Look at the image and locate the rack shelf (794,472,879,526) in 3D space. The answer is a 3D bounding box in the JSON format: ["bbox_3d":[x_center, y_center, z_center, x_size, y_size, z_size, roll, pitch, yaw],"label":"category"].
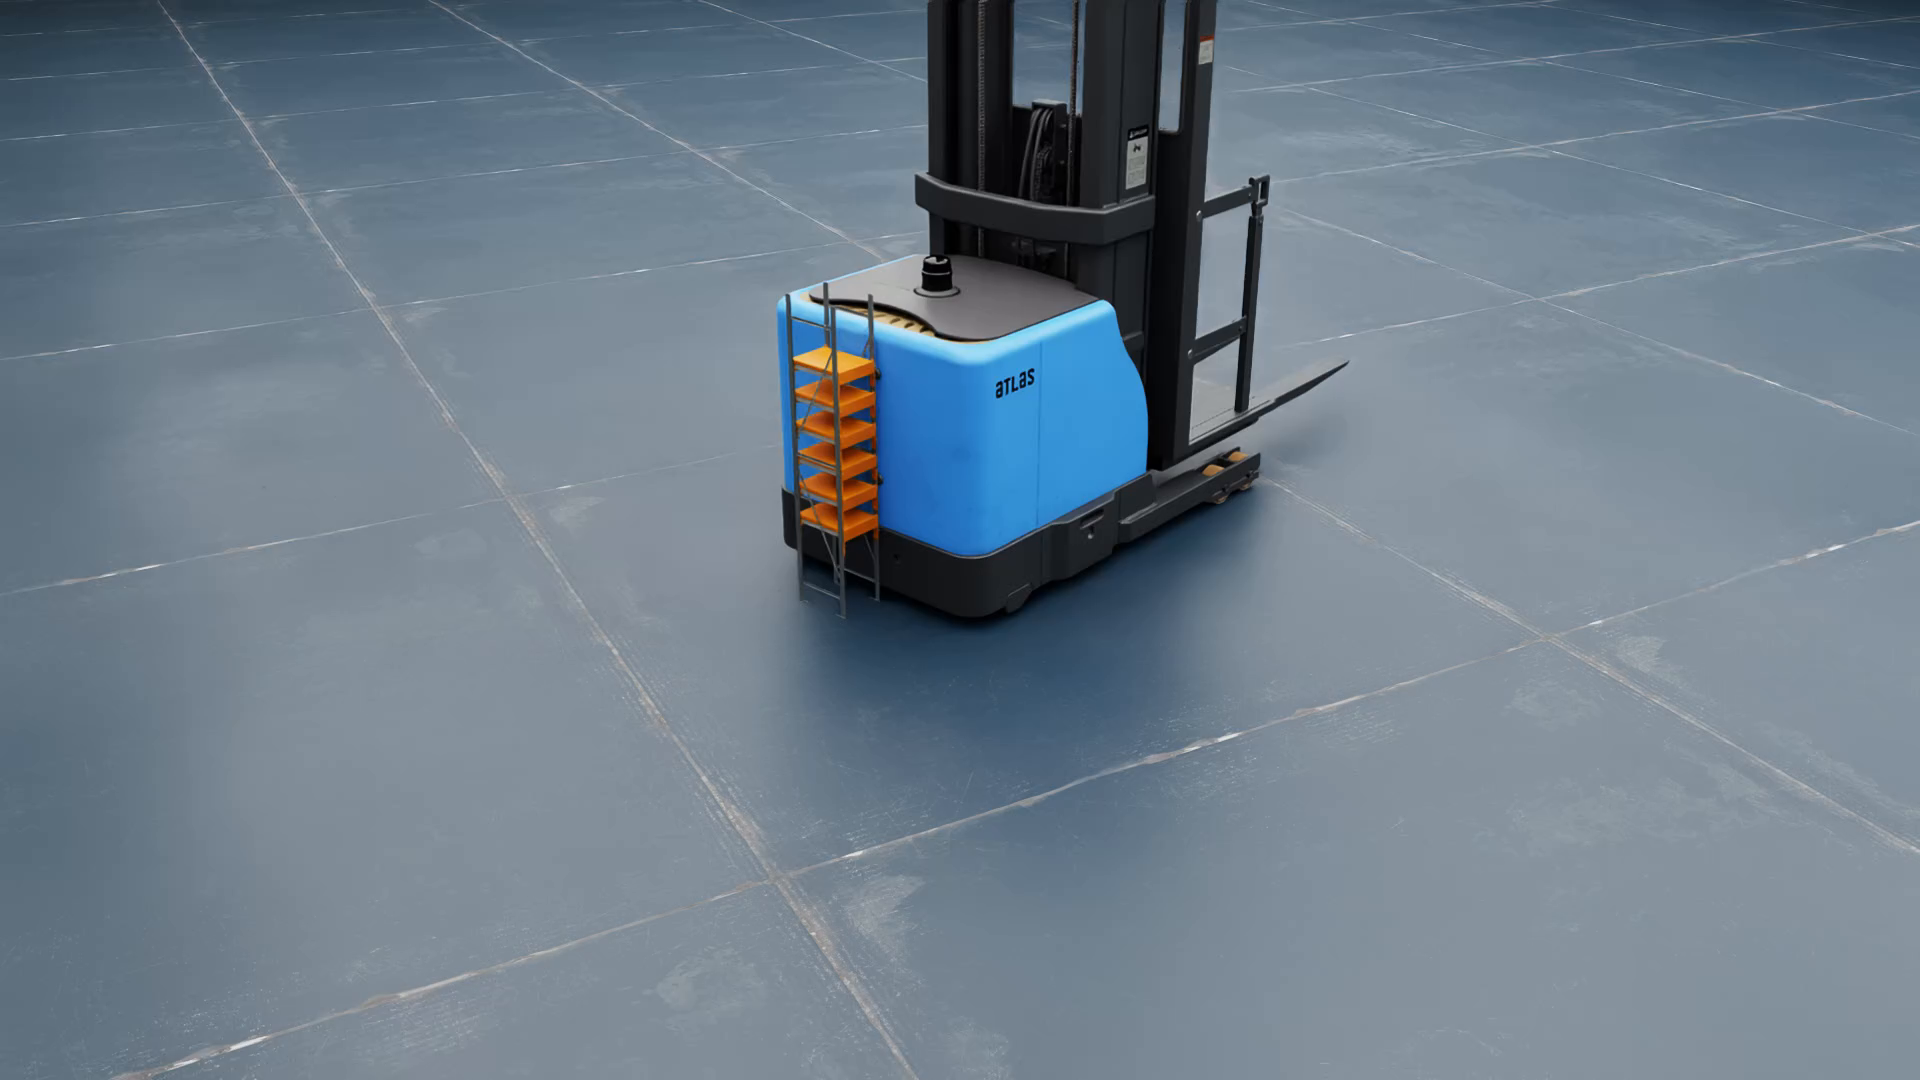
[{"bbox_3d":[-0.452,-0.162,6.081,0.258,0.103,0.180,21,32,36],"label":"rack shelf"}]

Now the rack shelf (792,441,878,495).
[{"bbox_3d":[-0.452,-0.270,6.029,0.258,0.103,0.180,21,32,36],"label":"rack shelf"}]

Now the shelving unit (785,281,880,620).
[{"bbox_3d":[-0.452,-0.310,6.009,0.258,1.200,0.189,21,32,36],"label":"shelving unit"}]

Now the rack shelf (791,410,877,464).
[{"bbox_3d":[-0.452,-0.378,5.977,0.258,0.103,0.180,21,32,36],"label":"rack shelf"}]

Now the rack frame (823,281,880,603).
[{"bbox_3d":[-0.392,-0.340,6.072,0.240,1.200,0.006,21,32,36],"label":"rack frame"}]

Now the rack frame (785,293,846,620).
[{"bbox_3d":[-0.512,-0.280,5.947,0.240,1.200,0.006,21,32,36],"label":"rack frame"}]

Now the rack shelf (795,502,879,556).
[{"bbox_3d":[-0.452,-0.054,6.133,0.258,0.103,0.180,21,32,36],"label":"rack shelf"}]

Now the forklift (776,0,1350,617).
[{"bbox_3d":[0.649,-1.601,6.698,1.130,2.935,3.031,21,32,36],"label":"forklift"}]

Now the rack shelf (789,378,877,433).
[{"bbox_3d":[-0.452,-0.486,5.925,0.258,0.103,0.180,21,32,36],"label":"rack shelf"}]

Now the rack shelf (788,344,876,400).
[{"bbox_3d":[-0.452,-0.595,5.873,0.258,0.103,0.180,21,32,36],"label":"rack shelf"}]
